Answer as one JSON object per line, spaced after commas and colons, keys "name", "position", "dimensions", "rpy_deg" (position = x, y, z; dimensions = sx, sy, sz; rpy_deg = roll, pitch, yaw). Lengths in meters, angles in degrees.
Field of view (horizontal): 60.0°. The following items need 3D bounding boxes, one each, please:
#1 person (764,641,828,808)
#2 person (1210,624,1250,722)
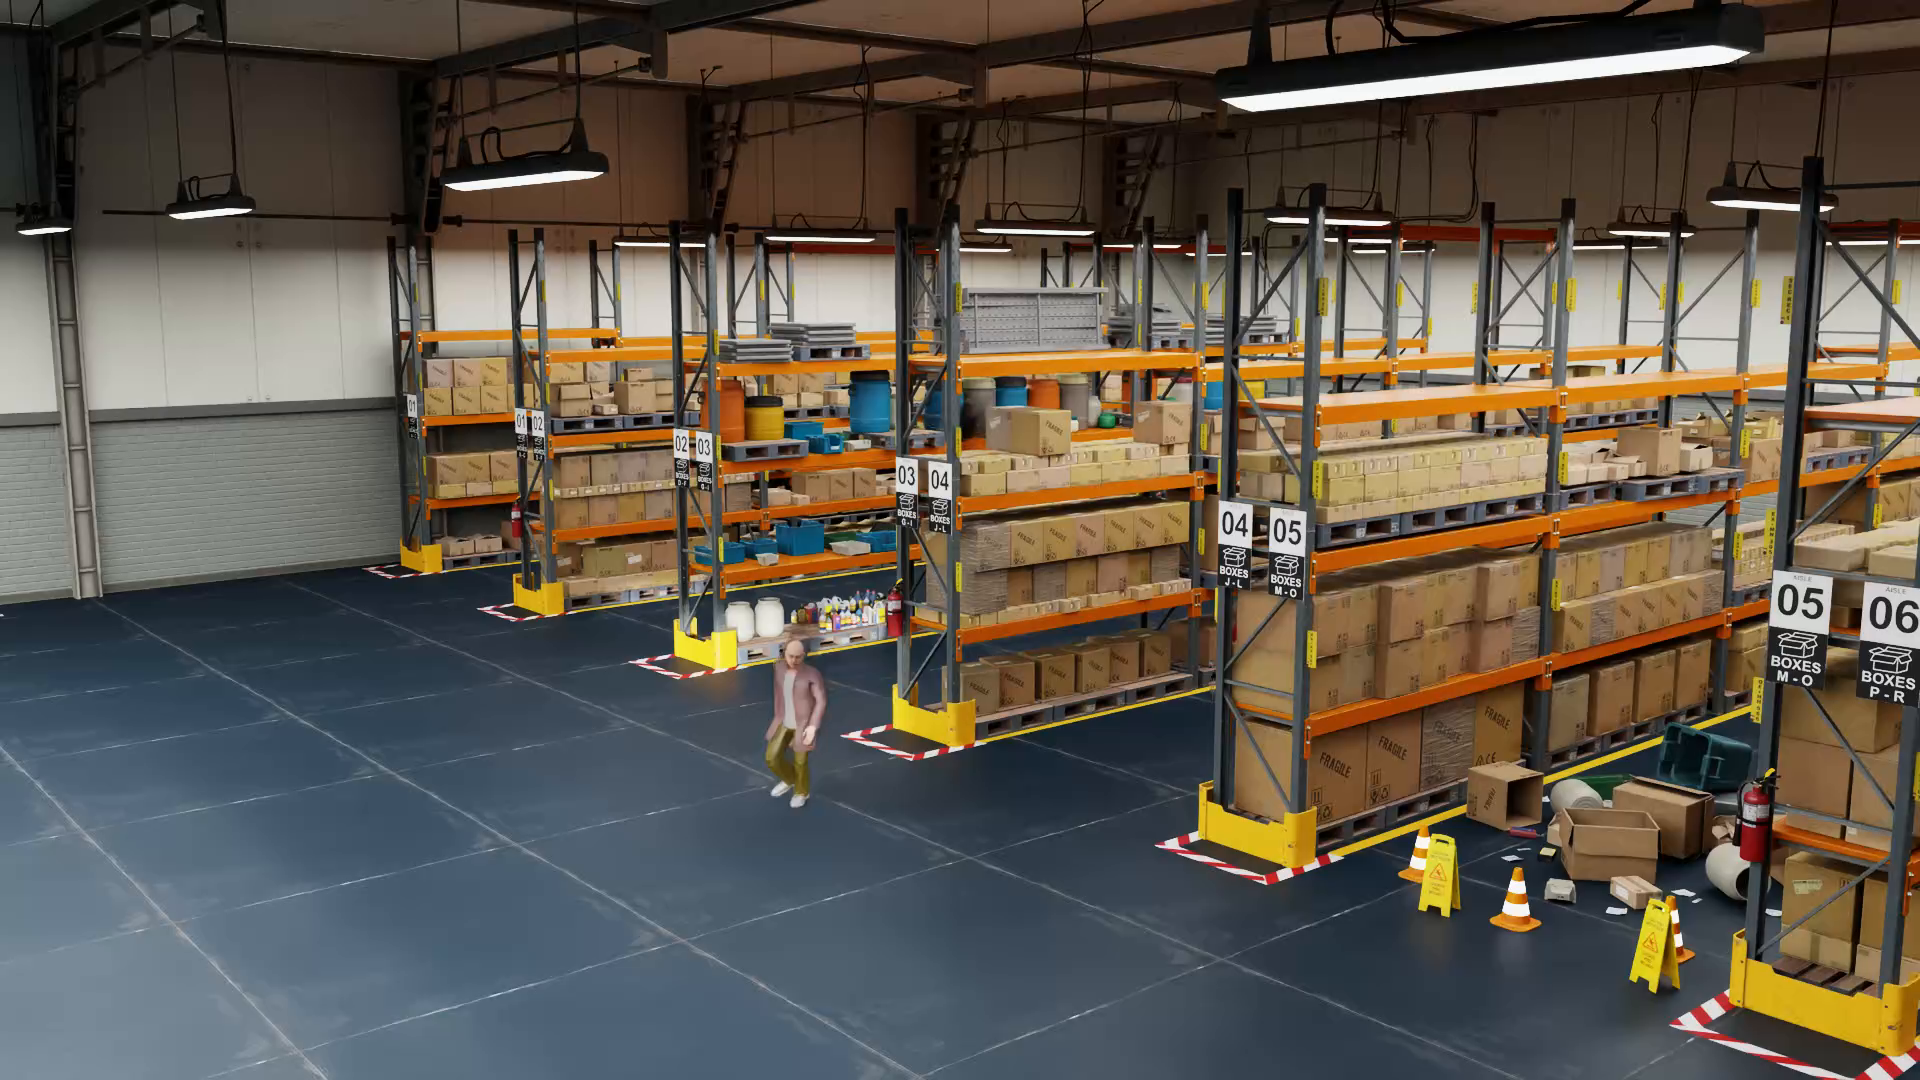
{"name": "person", "position": [-1.601, 1.812, 16.363], "dimensions": [0.689, 1.734, 0.702], "rpy_deg": [3, 9, 17]}
{"name": "person", "position": [3.152, 1.508, 19.131], "dimensions": [0.999, 1.462, 0.681], "rpy_deg": [-8, 12, -42]}
